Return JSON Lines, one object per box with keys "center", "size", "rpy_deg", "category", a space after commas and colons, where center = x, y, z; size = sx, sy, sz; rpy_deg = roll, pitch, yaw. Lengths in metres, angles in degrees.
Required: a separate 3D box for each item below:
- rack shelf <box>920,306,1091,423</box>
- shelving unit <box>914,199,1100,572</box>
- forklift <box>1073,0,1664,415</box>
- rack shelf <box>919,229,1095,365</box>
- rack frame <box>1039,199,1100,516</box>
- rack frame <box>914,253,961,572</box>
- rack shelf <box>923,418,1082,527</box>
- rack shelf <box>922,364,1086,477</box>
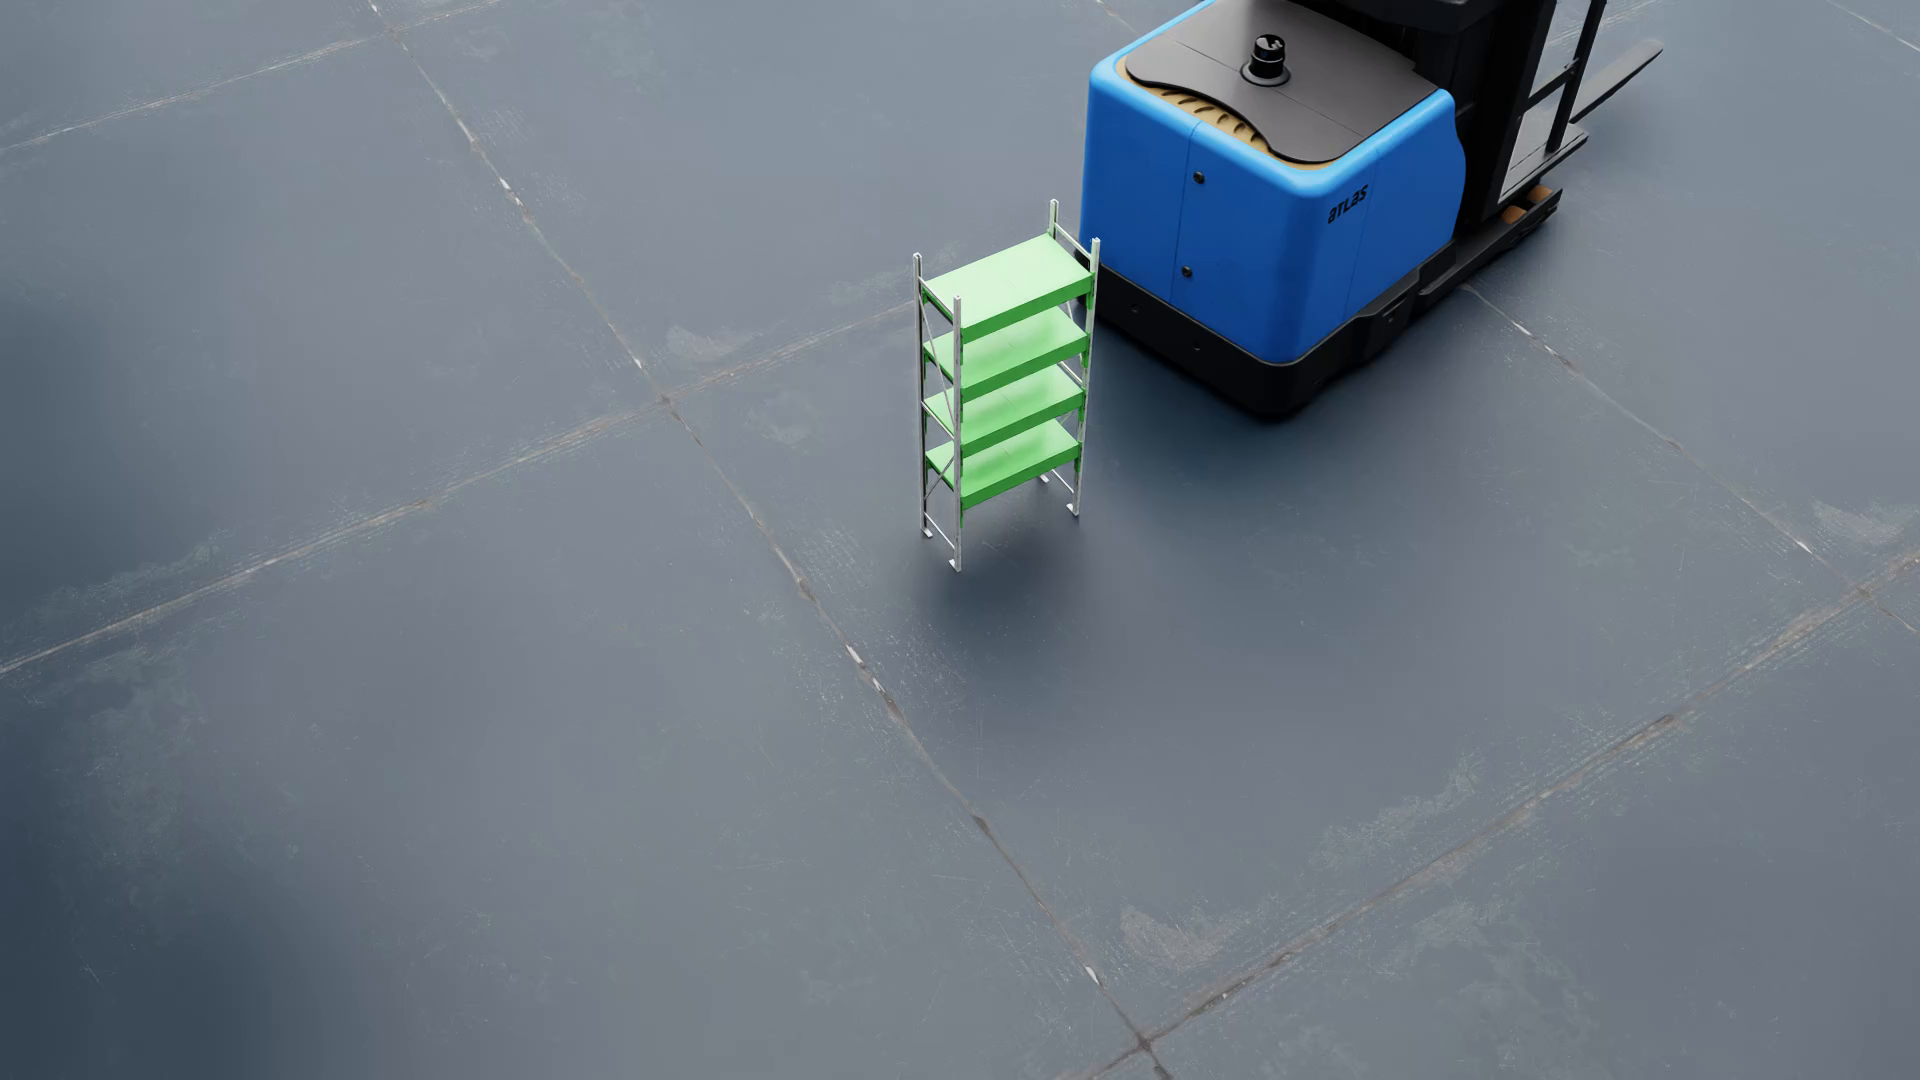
{"center": [0.140, -0.582, 5.229], "size": [0.480, 0.148, 0.258], "rpy_deg": [-25, 53, -21], "category": "rack shelf"}
{"center": [0.140, -0.465, 5.361], "size": [0.503, 1.200, 0.258], "rpy_deg": [-25, 53, -21], "category": "shelving unit"}
{"center": [1.837, -2.424, 5.946], "size": [3.031, 2.935, 1.130], "rpy_deg": [-37, 58, -28], "category": "forklift"}
{"center": [0.140, -0.742, 5.050], "size": [0.480, 0.148, 0.258], "rpy_deg": [-25, 53, -21], "category": "rack shelf"}
{"center": [0.346, -0.562, 5.447], "size": [0.015, 1.200, 0.240], "rpy_deg": [-25, 53, -21], "category": "rack frame"}
{"center": [-0.066, -0.368, 5.274], "size": [0.015, 1.200, 0.240], "rpy_deg": [-25, 53, -21], "category": "rack frame"}
{"center": [0.140, -0.263, 5.588], "size": [0.480, 0.148, 0.258], "rpy_deg": [-25, 53, -21], "category": "rack shelf"}
{"center": [0.140, -0.423, 5.408], "size": [0.480, 0.148, 0.258], "rpy_deg": [-25, 53, -21], "category": "rack shelf"}
